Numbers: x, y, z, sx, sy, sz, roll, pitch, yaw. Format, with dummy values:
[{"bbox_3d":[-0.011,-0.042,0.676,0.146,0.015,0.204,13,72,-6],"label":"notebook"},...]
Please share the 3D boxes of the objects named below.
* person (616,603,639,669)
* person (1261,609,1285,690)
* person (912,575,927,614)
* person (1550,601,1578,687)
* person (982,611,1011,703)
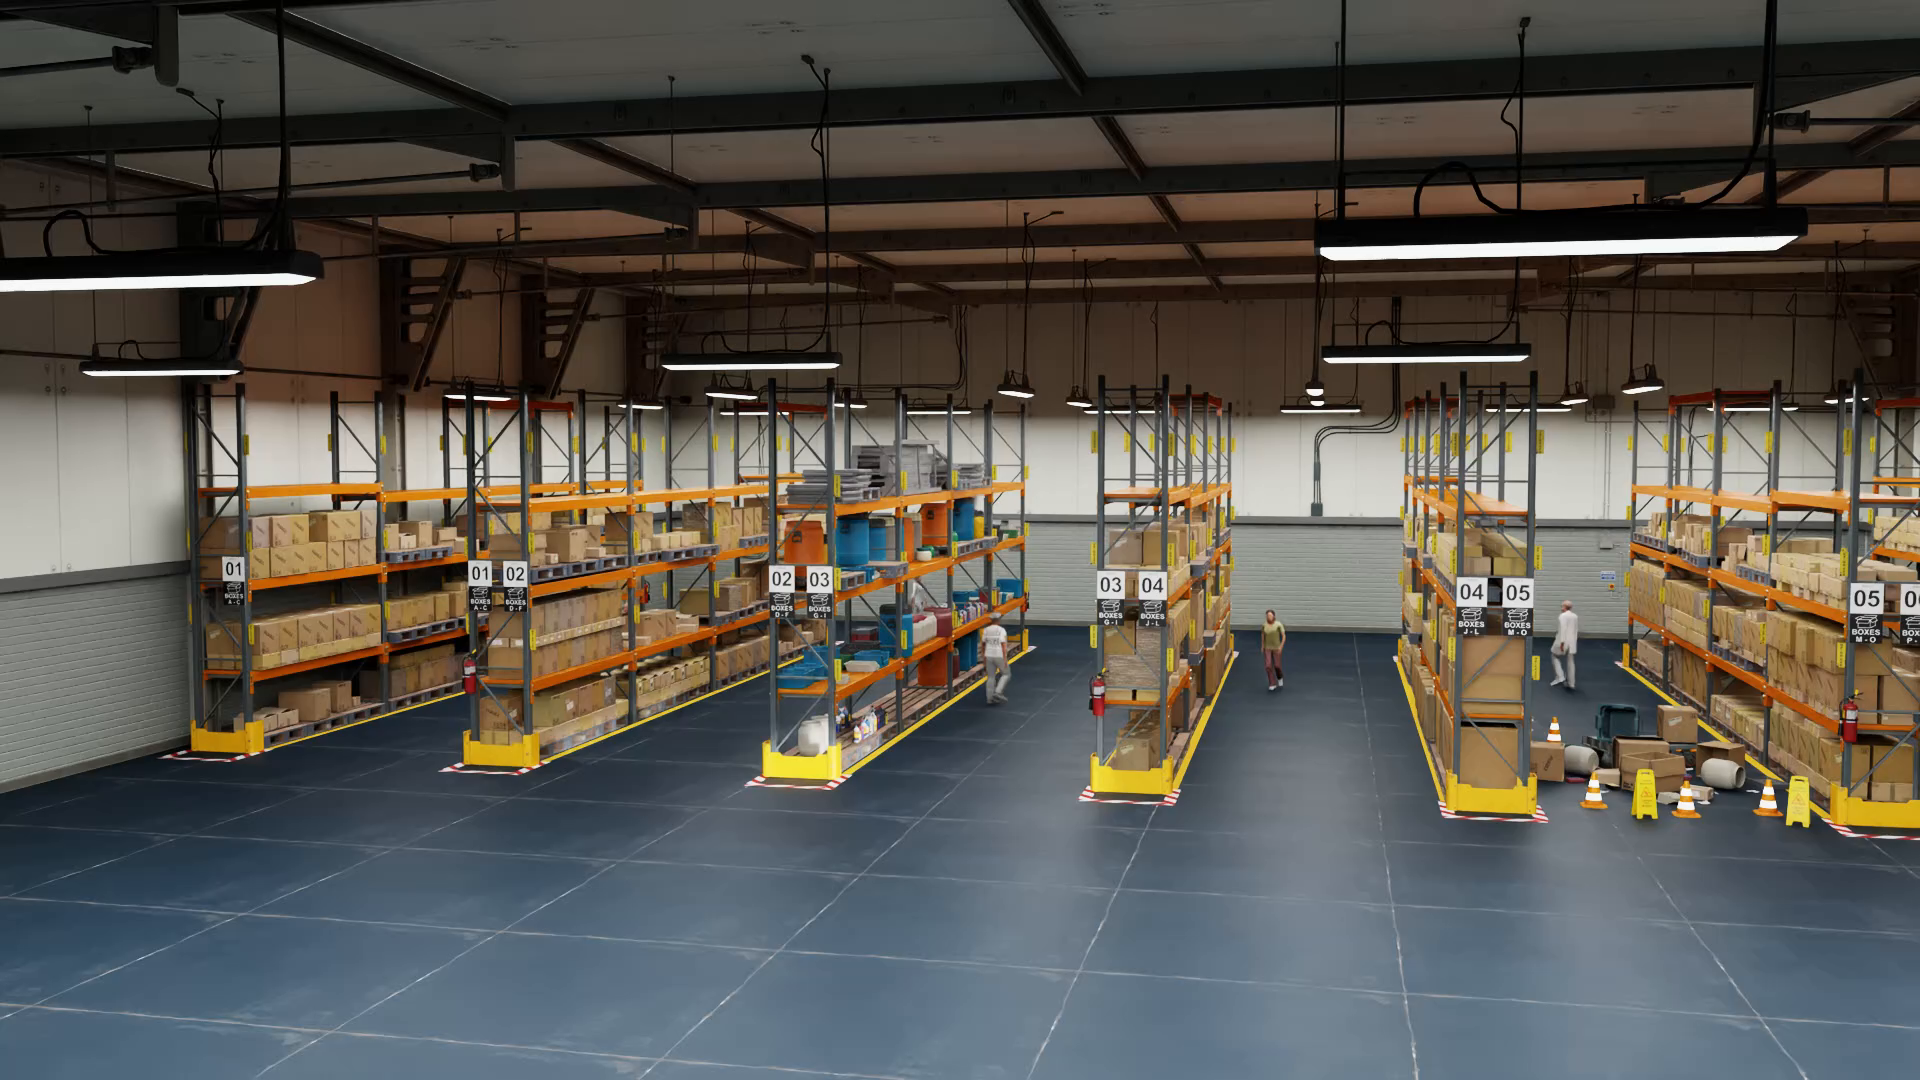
[{"bbox_3d":[-6.948,2.150,34.813,0.552,1.672,0.979,0,3,0],"label":"person"},{"bbox_3d":[6.451,2.233,34.148,0.510,1.651,0.604,2,4,25],"label":"person"},{"bbox_3d":[-1.141,1.656,44.587,0.792,1.562,0.406,2,4,29],"label":"person"},{"bbox_3d":[12.549,2.154,34.340,0.578,1.785,0.581,0,3,-8],"label":"person"},{"bbox_3d":[0.684,2.271,32.154,0.573,1.758,0.475,2,4,30],"label":"person"}]
